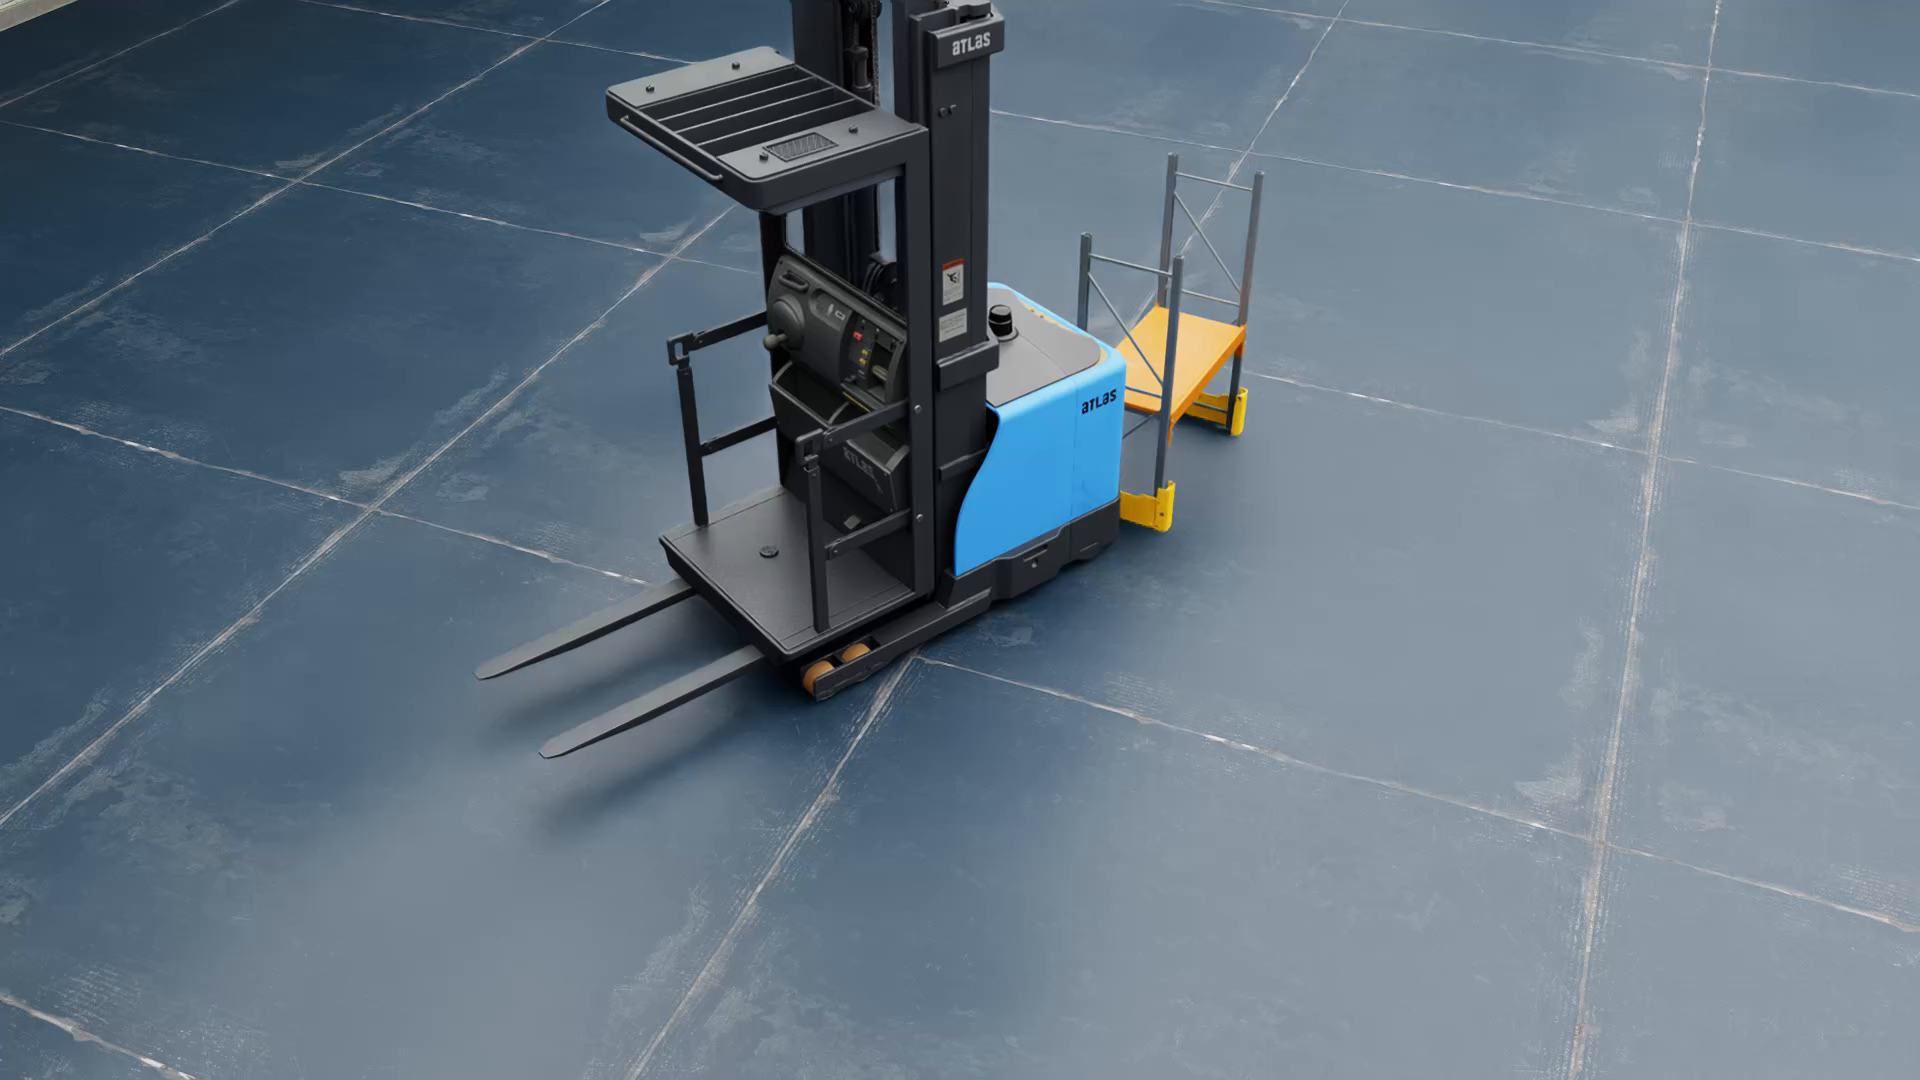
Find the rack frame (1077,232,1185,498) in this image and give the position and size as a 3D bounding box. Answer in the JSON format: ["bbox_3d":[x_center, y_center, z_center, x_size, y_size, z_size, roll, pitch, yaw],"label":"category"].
[{"bbox_3d":[0.781,-0.735,7.980,0.500,1.500,0.032,18,40,23],"label":"rack frame"}]

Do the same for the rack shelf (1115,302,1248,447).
[{"bbox_3d":[1.026,-0.857,8.445,0.538,0.185,1.000,18,40,23],"label":"rack shelf"}]

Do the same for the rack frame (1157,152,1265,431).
[{"bbox_3d":[1.271,-1.268,8.694,0.500,1.500,0.032,18,40,23],"label":"rack frame"}]

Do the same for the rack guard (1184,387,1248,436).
[{"bbox_3d":[1.270,-0.767,9.067,0.587,0.250,0.087,18,40,23],"label":"rack guard"}]

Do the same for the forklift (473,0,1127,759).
[{"bbox_3d":[-0.691,-0.832,6.914,3.031,2.935,1.130,-25,44,-30],"label":"forklift"}]

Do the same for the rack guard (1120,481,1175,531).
[{"bbox_3d":[0.791,-0.244,8.368,0.587,0.250,0.087,18,40,23],"label":"rack guard"}]

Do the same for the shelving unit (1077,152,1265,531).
[{"bbox_3d":[1.030,-1.006,8.343,0.587,1.500,1.083,18,40,23],"label":"shelving unit"}]
